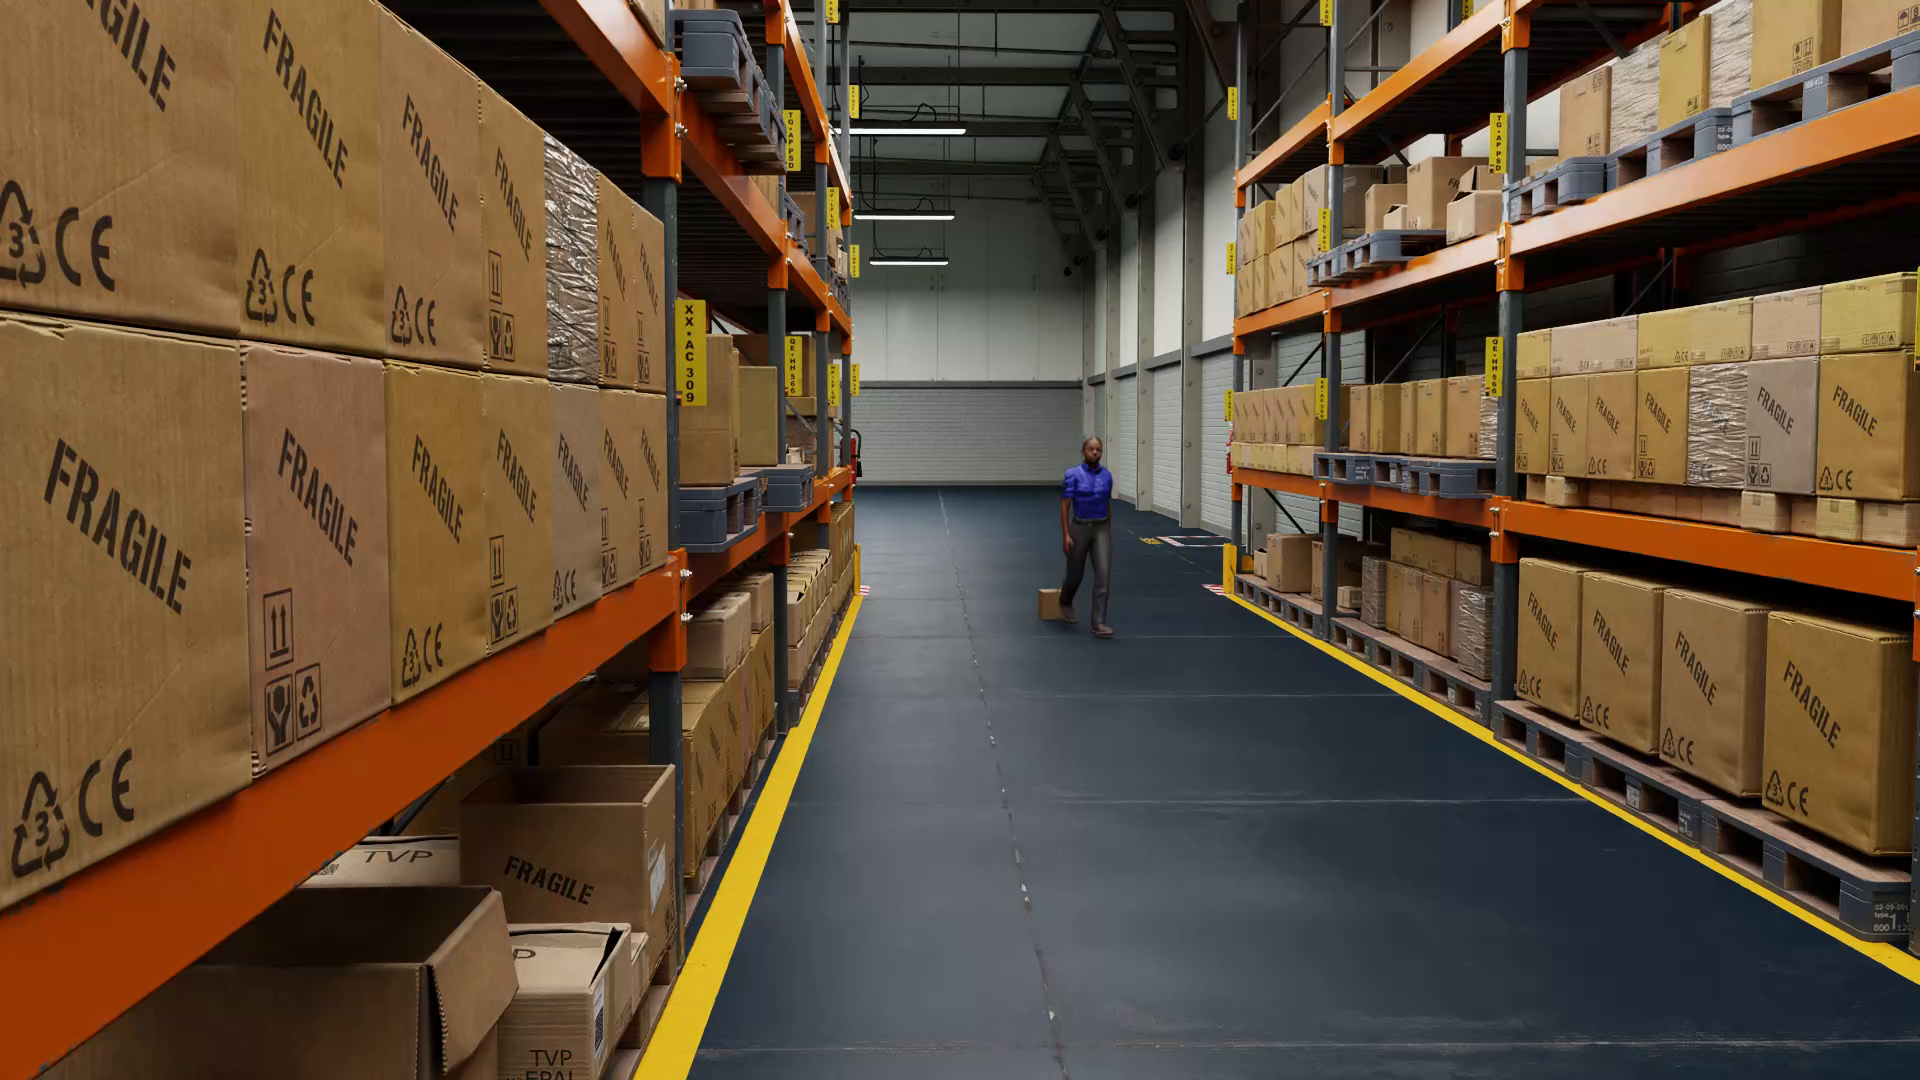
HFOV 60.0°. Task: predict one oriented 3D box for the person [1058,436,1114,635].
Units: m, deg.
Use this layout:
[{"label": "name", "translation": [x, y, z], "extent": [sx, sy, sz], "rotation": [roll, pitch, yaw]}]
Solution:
[{"label": "person", "translation": [1.030, -0.054, 13.745], "extent": [0.459, 1.617, 0.882], "rotation": [-1, 4, -14]}]
